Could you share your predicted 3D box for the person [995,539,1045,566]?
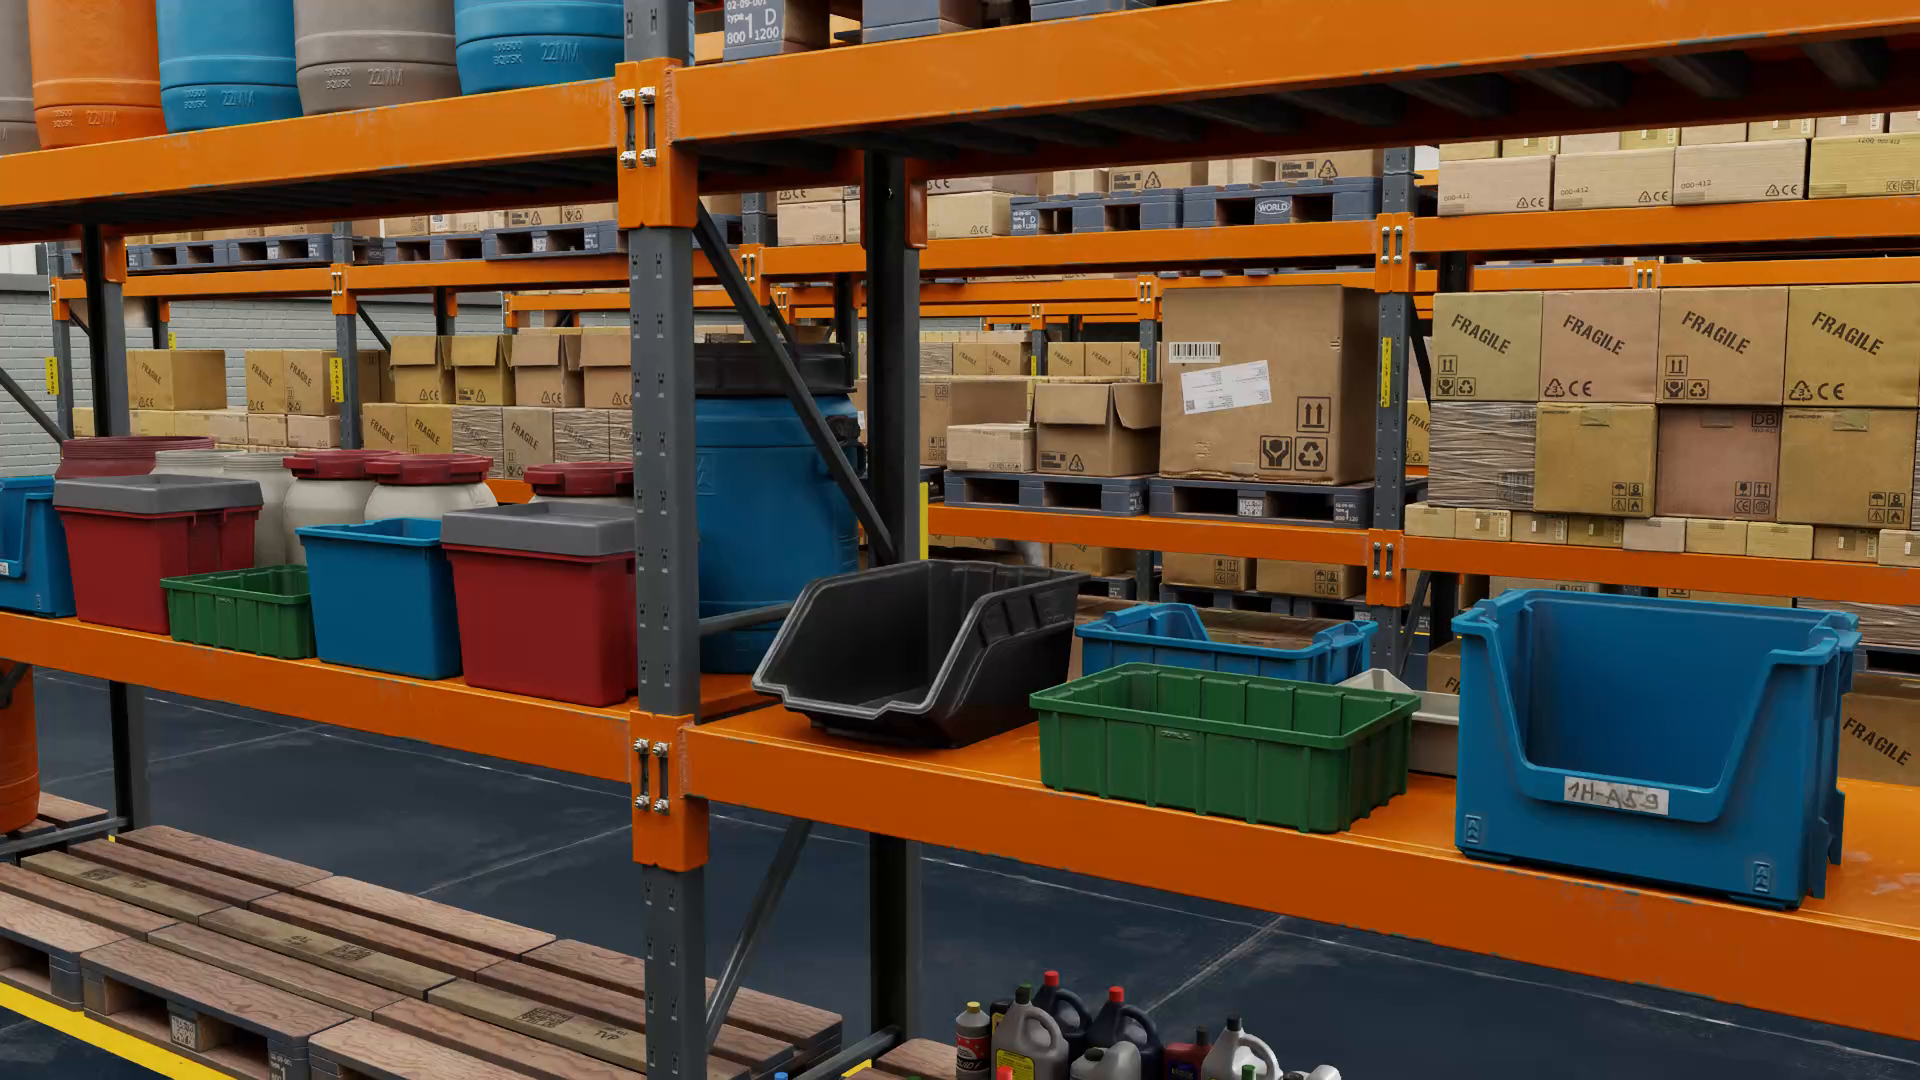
[{"bbox_3d":[0.494,-0.150,13.303,0.483,1.671,0.501,-6,9,-42],"label":"person"}]
